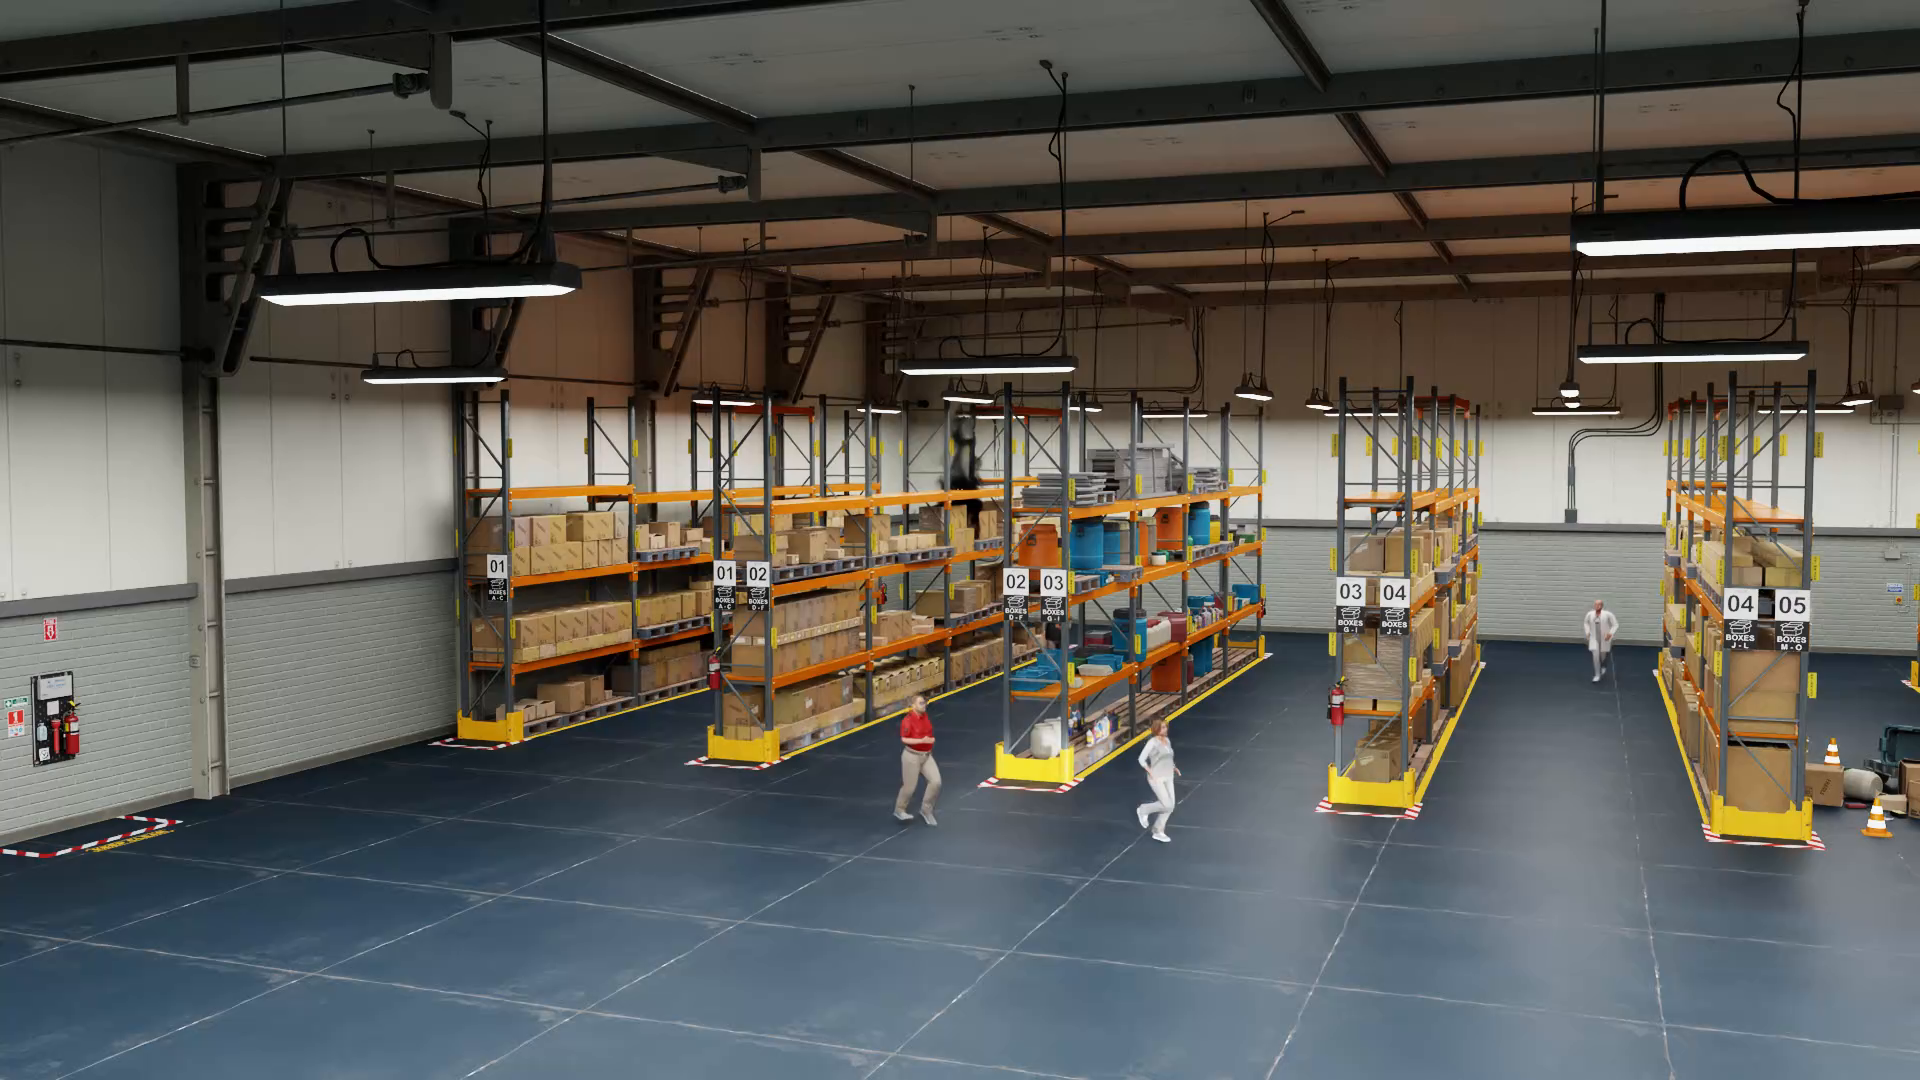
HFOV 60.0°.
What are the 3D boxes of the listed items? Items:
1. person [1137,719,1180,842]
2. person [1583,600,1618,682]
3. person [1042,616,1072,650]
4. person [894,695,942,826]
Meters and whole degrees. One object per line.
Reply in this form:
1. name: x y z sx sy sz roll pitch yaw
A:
1. person: 2.542 3.067 21.236 0.537 1.541 0.547 -3 4 -43
2. person: 13.780 2.154 35.774 0.714 1.759 0.795 2 4 33
3. person: 1.909 2.063 32.804 0.625 1.834 0.736 0 3 8
4. person: -0.544 2.940 22.082 0.611 1.777 0.801 -3 4 -44
